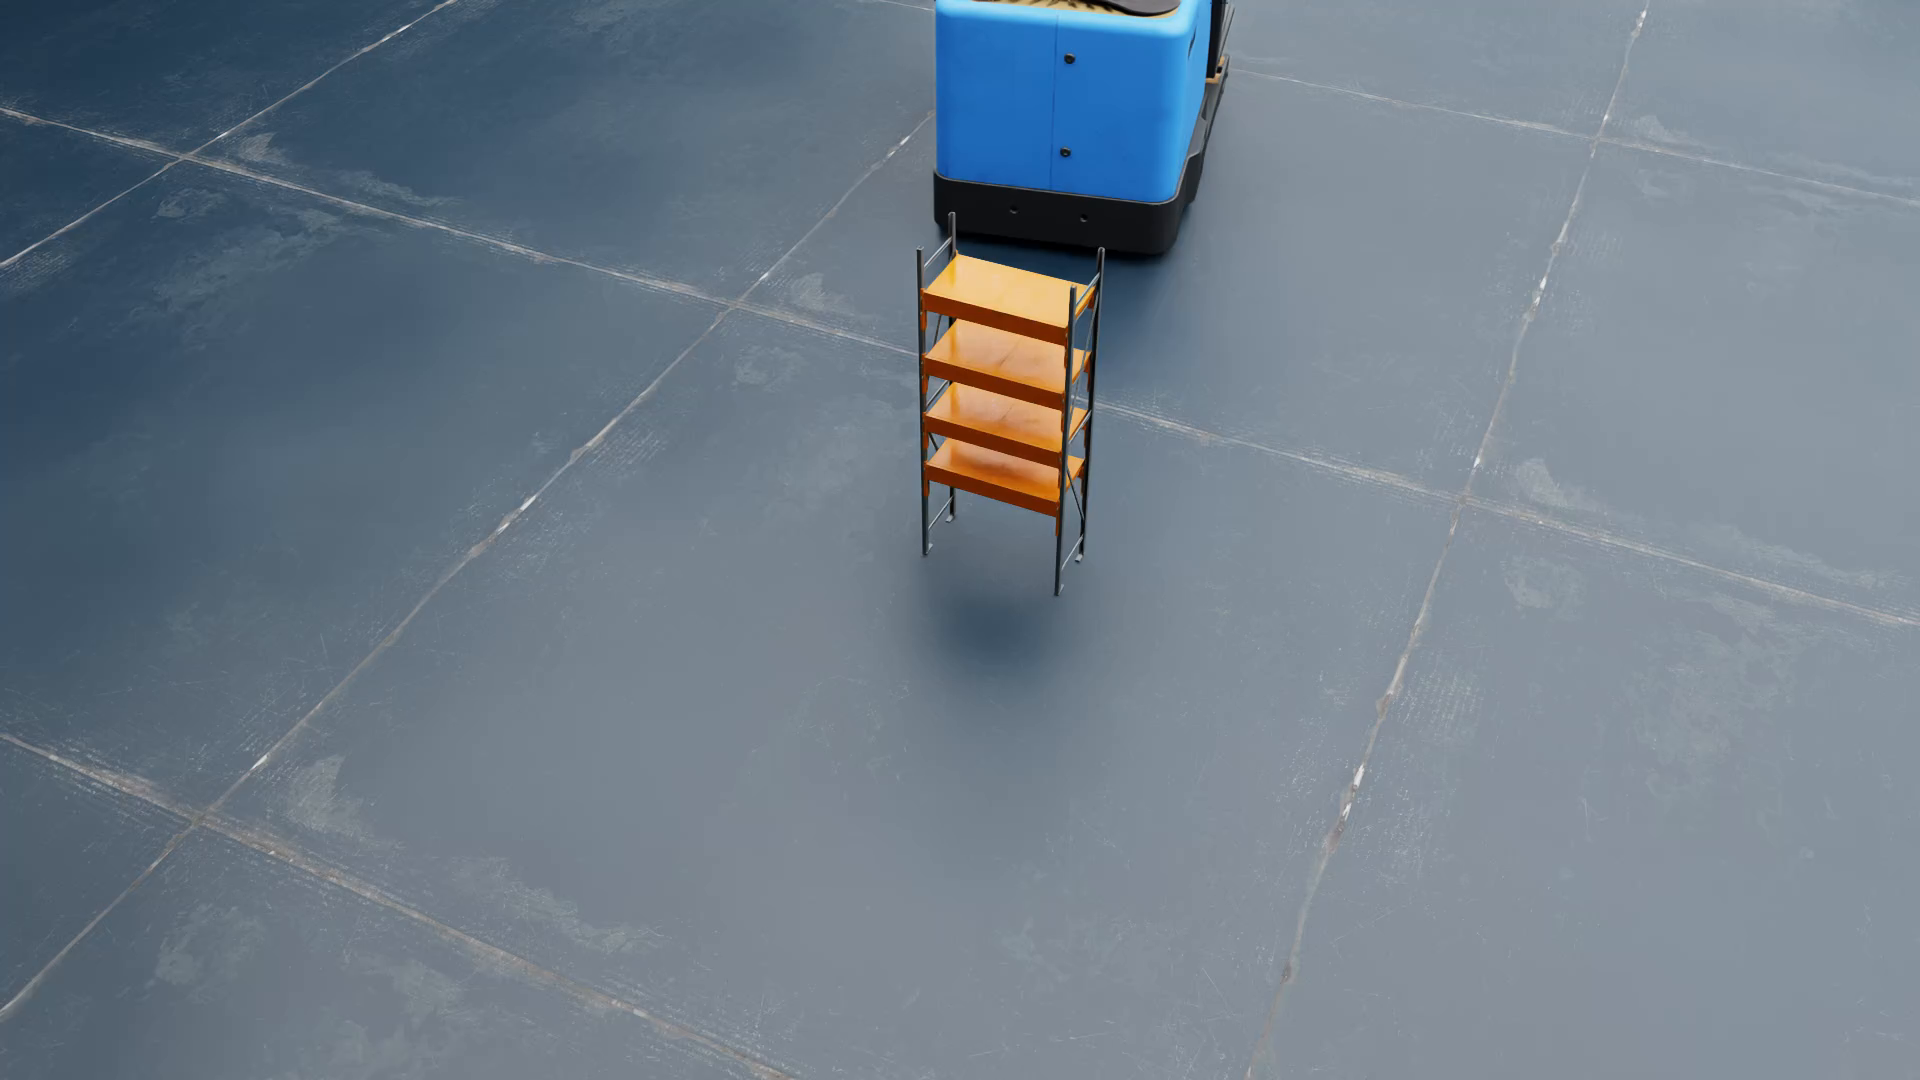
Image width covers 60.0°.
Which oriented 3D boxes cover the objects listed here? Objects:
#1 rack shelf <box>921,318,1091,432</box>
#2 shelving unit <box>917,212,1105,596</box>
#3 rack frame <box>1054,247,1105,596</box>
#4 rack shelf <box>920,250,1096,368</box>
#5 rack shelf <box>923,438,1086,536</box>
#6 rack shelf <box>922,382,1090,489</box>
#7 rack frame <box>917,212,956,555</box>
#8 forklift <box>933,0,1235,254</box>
[{"bbox_3d":[0.150,-0.526,5.202,0.480,0.148,0.258,17,44,19],"label":"rack shelf"},{"bbox_3d":[0.150,-0.408,5.304,0.503,1.200,0.258,17,44,19],"label":"shelving unit"},{"bbox_3d":[0.371,-0.340,5.226,0.015,1.200,0.240,17,44,19],"label":"rack frame"},{"bbox_3d":[0.150,-0.705,5.047,0.480,0.148,0.258,17,44,19],"label":"rack shelf"},{"bbox_3d":[0.150,-0.207,5.478,0.480,0.148,0.258,17,44,19],"label":"rack shelf"},{"bbox_3d":[0.150,-0.357,5.348,0.480,0.148,0.258,17,44,19],"label":"rack shelf"},{"bbox_3d":[-0.071,-0.475,5.382,0.015,1.200,0.240,17,44,19],"label":"rack frame"},{"bbox_3d":[0.731,-3.292,7.310,1.130,2.935,3.031,9,42,10],"label":"forklift"}]
